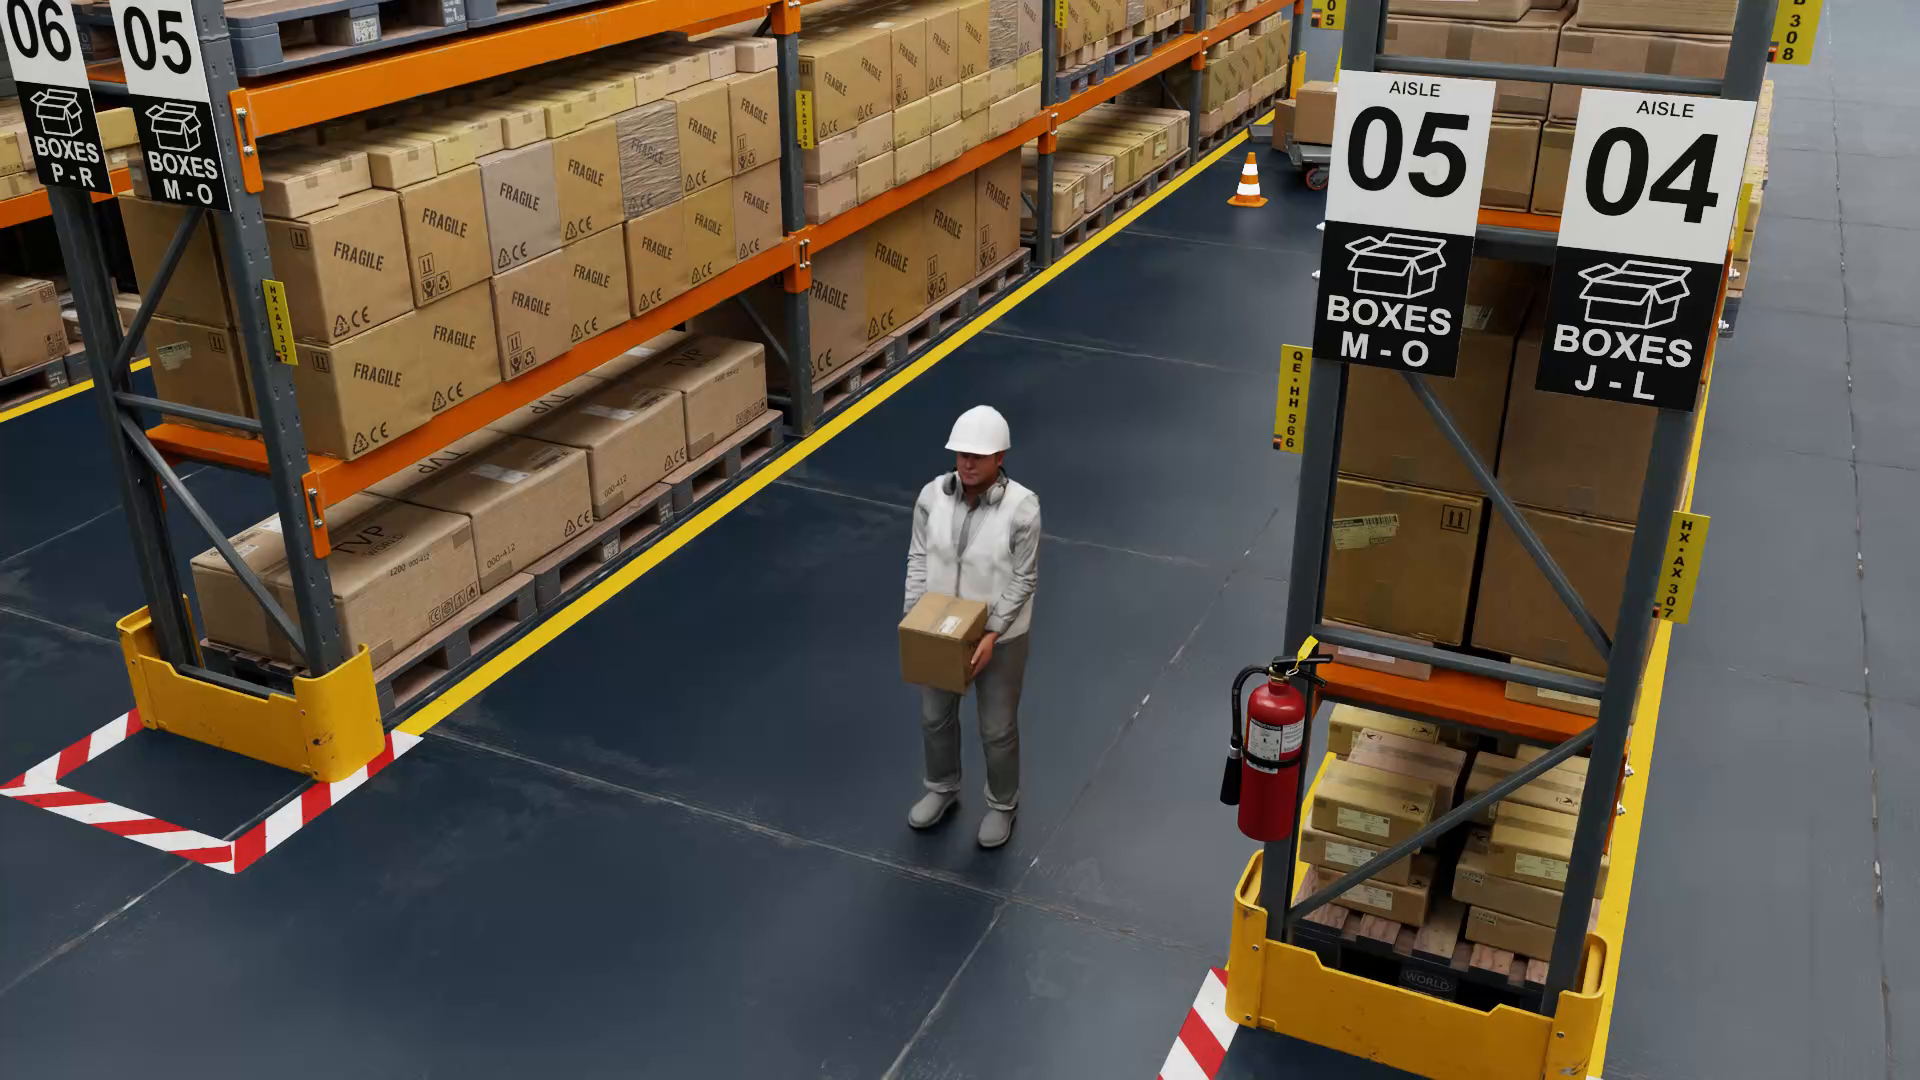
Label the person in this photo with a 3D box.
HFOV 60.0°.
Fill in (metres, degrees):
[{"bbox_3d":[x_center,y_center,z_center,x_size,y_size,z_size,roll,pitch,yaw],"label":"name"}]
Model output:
[{"bbox_3d":[0.029,0.357,6.343,0.528,1.778,0.529,11,28,21],"label":"person"}]
